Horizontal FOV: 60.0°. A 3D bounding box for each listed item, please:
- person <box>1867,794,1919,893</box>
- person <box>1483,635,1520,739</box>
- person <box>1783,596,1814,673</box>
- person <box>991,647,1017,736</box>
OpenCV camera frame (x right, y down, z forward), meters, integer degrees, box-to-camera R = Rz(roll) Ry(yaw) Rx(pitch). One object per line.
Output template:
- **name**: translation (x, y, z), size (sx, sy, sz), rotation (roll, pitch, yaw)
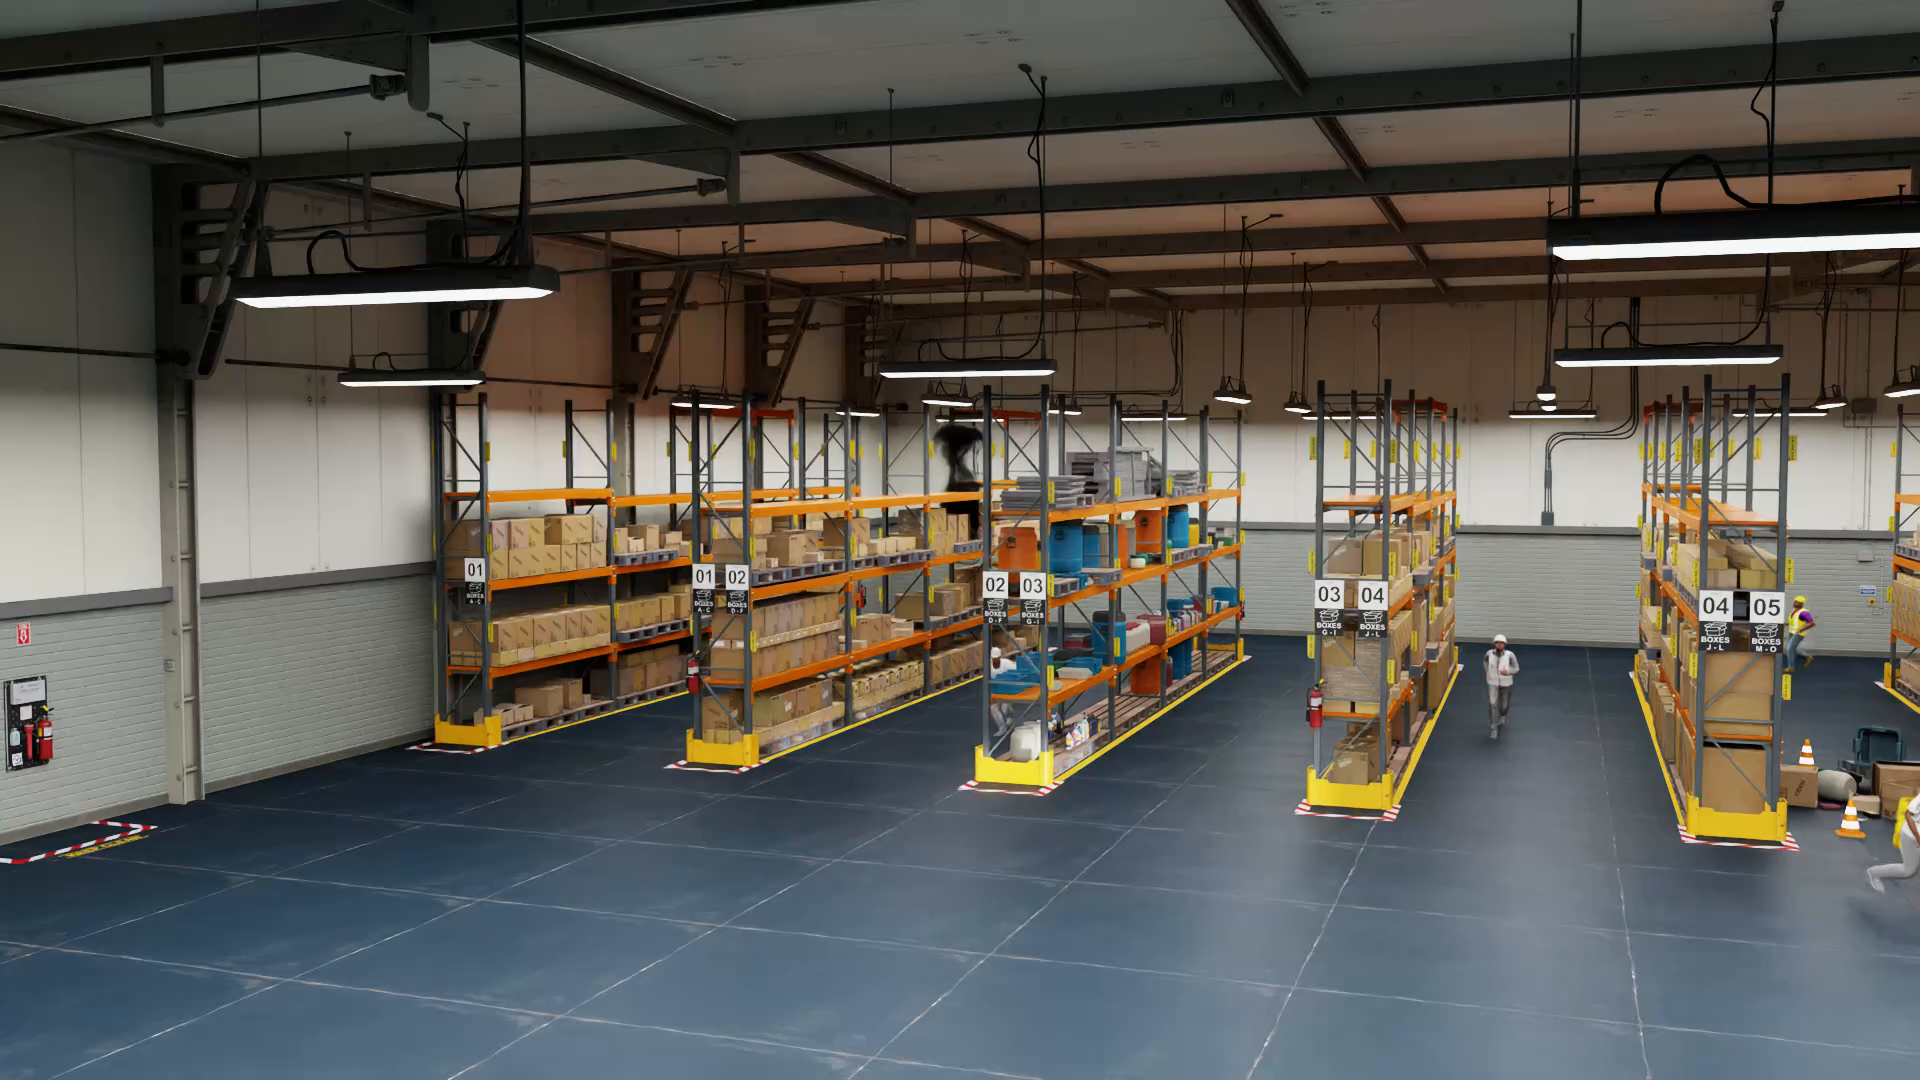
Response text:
- **person**: translation (10.377, 3.261, 18.108), size (0.587, 1.630, 0.927), rotation (-2, 4, -33)
- **person**: translation (9.556, 2.570, 29.375), size (0.608, 1.817, 1.068), rotation (1, 3, 17)
- **person**: translation (18.990, 2.135, 37.657), size (0.791, 1.733, 0.714), rotation (0, 3, -1)
- **person**: translation (0.779, 2.658, 29.396), size (0.707, 1.596, 1.071), rotation (1, 3, 26)
